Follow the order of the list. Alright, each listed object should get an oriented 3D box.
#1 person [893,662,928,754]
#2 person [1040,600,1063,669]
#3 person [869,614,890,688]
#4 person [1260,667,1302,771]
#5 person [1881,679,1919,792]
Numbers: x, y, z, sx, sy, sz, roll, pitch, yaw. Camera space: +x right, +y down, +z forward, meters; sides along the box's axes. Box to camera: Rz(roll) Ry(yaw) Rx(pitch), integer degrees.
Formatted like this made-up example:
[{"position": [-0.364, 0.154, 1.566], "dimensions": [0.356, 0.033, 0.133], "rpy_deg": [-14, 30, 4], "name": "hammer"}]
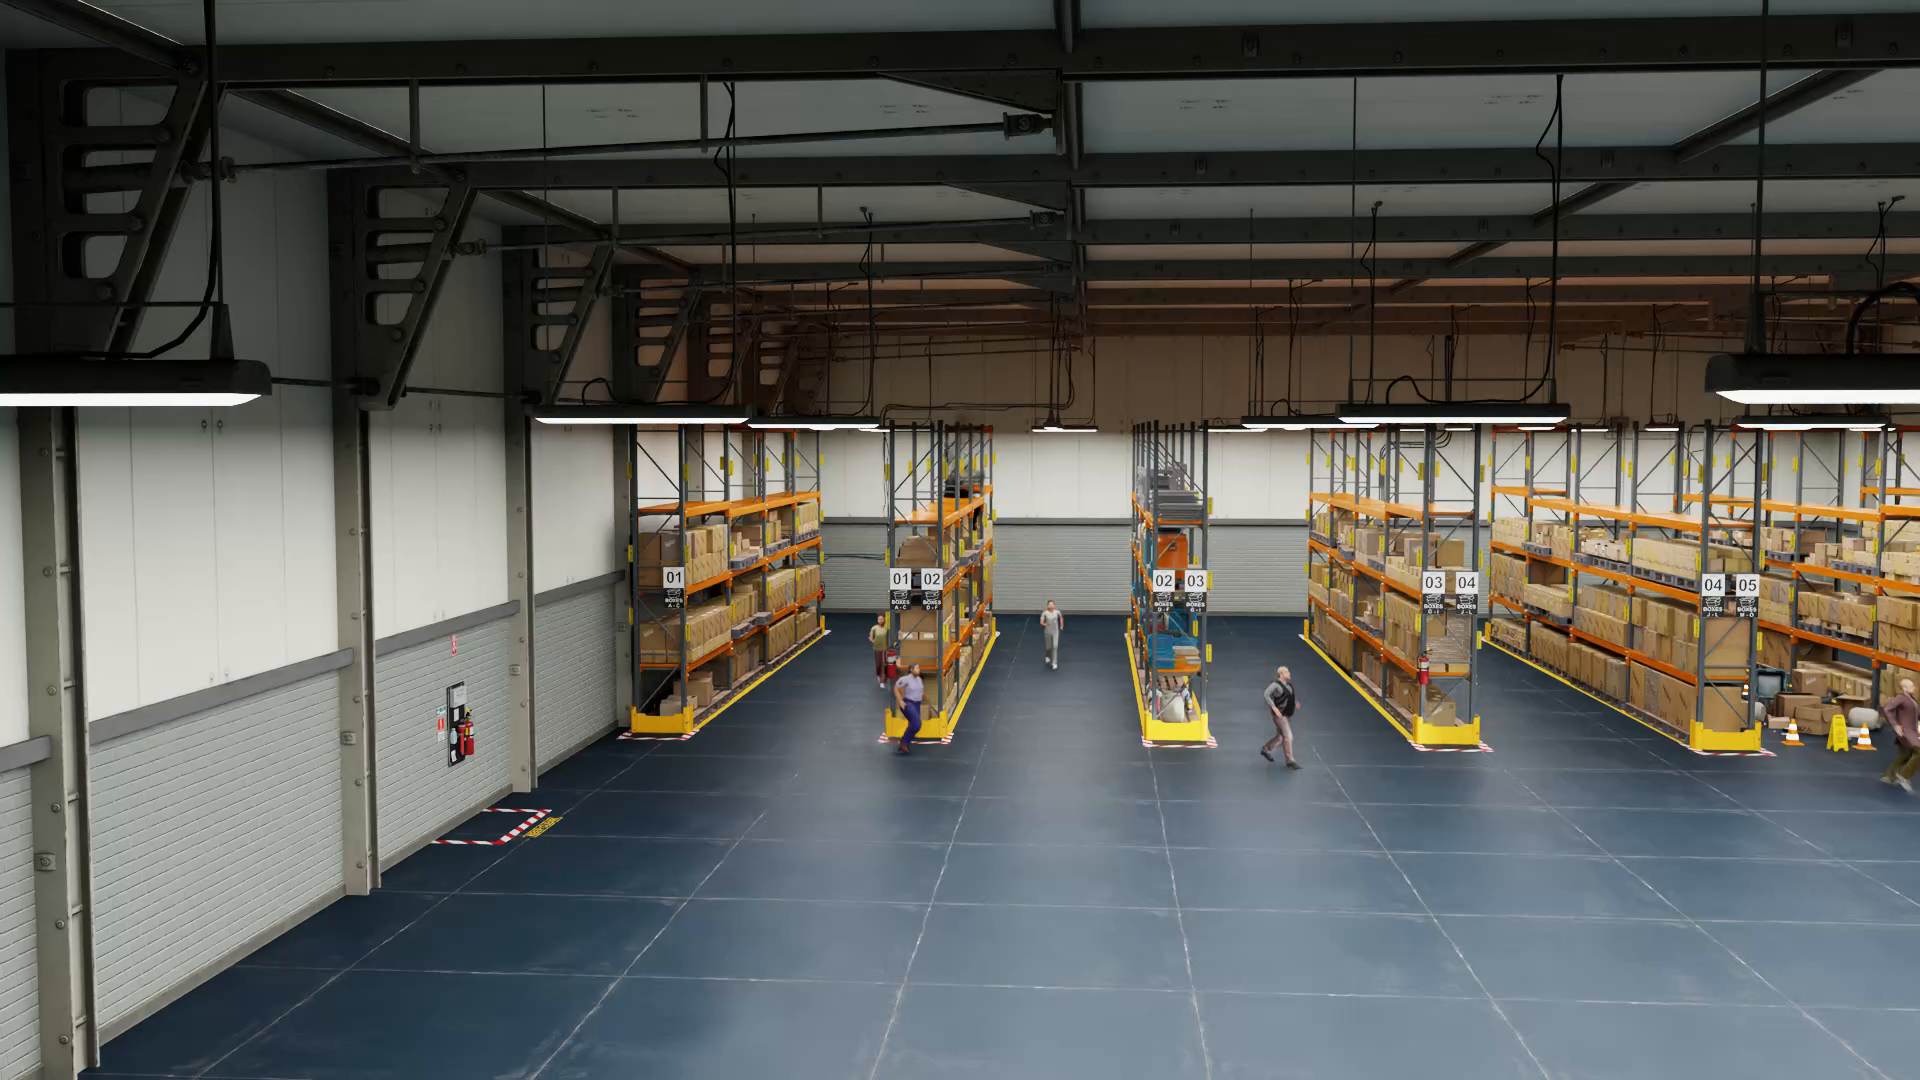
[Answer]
[{"position": [-0.830, 3.024, 29.983], "dimensions": [0.587, 1.620, 0.584], "rpy_deg": [3, 4, 35], "name": "person"}, {"position": [2.254, 2.288, 40.794], "dimensions": [0.581, 1.626, 1.053], "rpy_deg": [0, 4, -2], "name": "person"}, {"position": [-1.789, 2.497, 37.840], "dimensions": [0.562, 1.656, 0.926], "rpy_deg": [0, 4, -3], "name": "person"}, {"position": [5.540, 3.046, 28.625], "dimensions": [0.856, 1.743, 0.663], "rpy_deg": [3, 5, 38], "name": "person"}, {"position": [15.265, 3.144, 26.772], "dimensions": [0.765, 1.794, 0.675], "rpy_deg": [3, 5, 43], "name": "person"}]
